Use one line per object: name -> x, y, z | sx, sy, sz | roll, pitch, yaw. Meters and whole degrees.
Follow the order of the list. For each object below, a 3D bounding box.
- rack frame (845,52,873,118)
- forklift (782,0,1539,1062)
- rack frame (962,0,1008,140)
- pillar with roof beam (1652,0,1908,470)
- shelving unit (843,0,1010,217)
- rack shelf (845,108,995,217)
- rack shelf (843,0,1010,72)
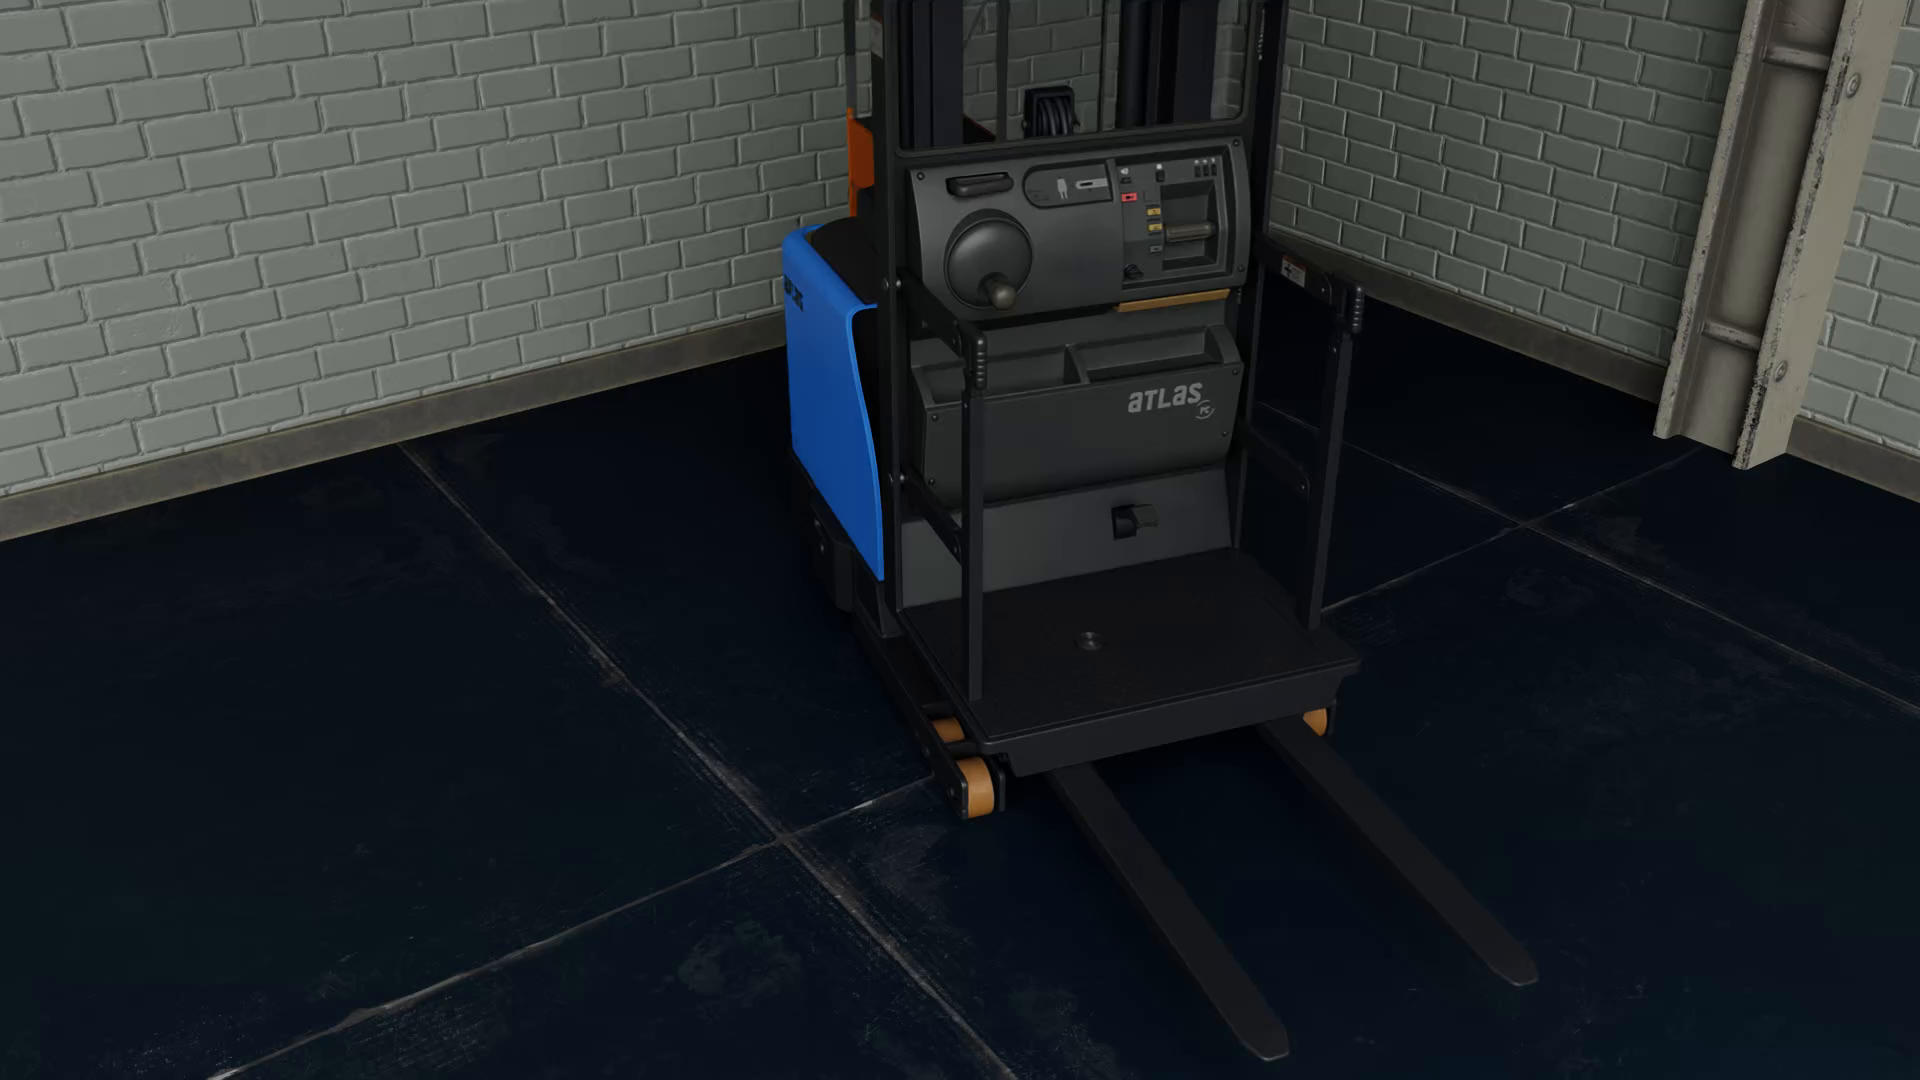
rack frame -> -0.207, -1.332, 6.003 | 0.400, 2.100, 0.015 | -10, 30, -18
forklift -> 0.400, -0.775, 4.106 | 1.130, 2.935, 3.031 | -10, 30, -18
rack frame -> -0.037, -1.114, 5.601 | 0.400, 2.100, 0.015 | -10, 30, -18
pillar with roof beam -> -0.559, -3.143, 2.108 | 9.100, 9.000, 0.400 | -19, 34, -31
shelving unit -> -0.122, -1.223, 5.802 | 0.431, 2.100, 0.503 | -10, 30, -18
rack shelf -> -0.122, -1.211, 5.809 | 0.431, 0.518, 0.480 | -10, 30, -18
rack shelf -> -0.122, -1.826, 5.475 | 0.431, 0.518, 0.480 | -10, 30, -18
